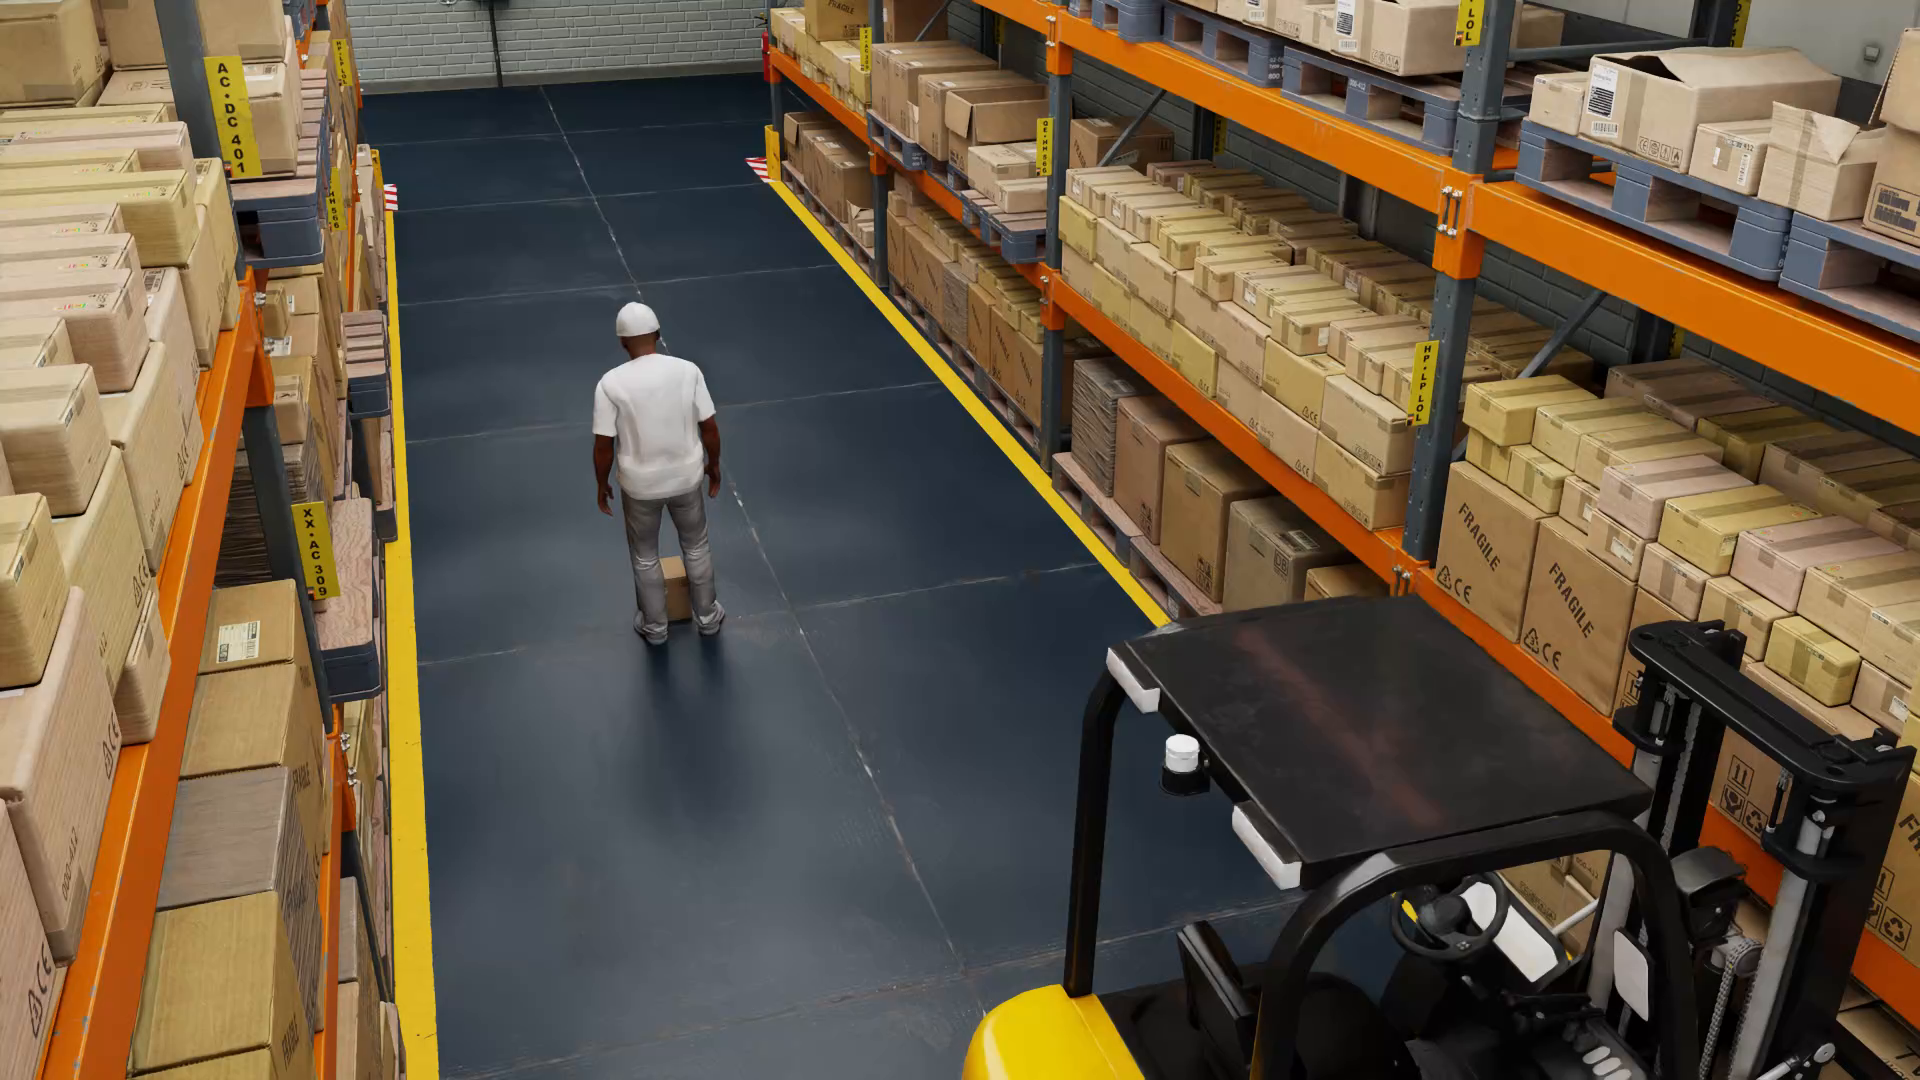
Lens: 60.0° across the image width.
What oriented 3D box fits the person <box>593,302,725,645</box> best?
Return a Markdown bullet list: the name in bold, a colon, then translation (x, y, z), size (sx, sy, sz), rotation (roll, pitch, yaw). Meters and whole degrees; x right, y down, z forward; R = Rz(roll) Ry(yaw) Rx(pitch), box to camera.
- **person**: translation (-1.493, -0.317, 8.239), size (0.633, 1.759, 0.462), rotation (-10, 28, -19)
